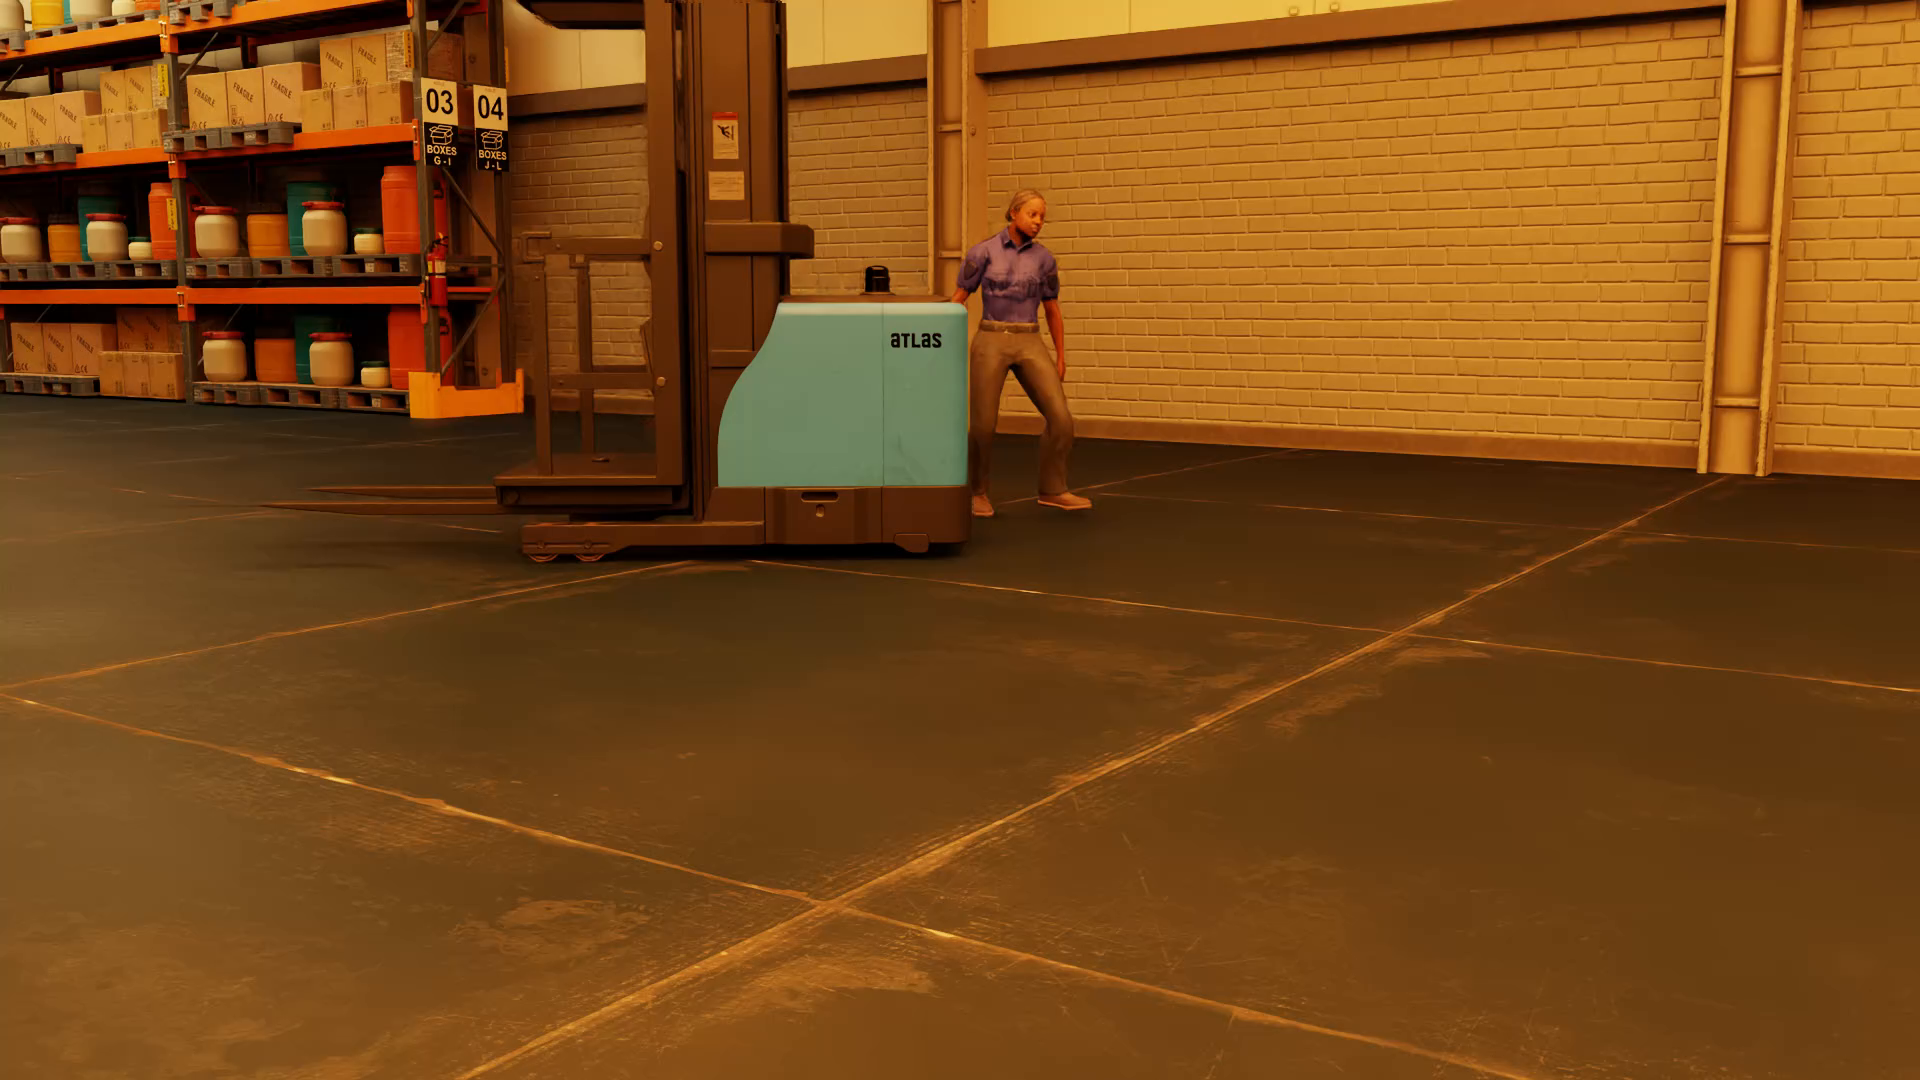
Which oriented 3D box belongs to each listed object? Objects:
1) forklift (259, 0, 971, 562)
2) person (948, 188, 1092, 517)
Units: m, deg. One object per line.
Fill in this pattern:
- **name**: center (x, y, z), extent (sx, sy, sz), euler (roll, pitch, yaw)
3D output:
- **forklift**: center (-1.482, -1.434, 7.276), extent (3.031, 2.935, 1.130), euler (0, 8, -2)
- **person**: center (0.256, -0.932, 8.342), extent (0.811, 1.627, 0.414), euler (-1, 8, -6)
